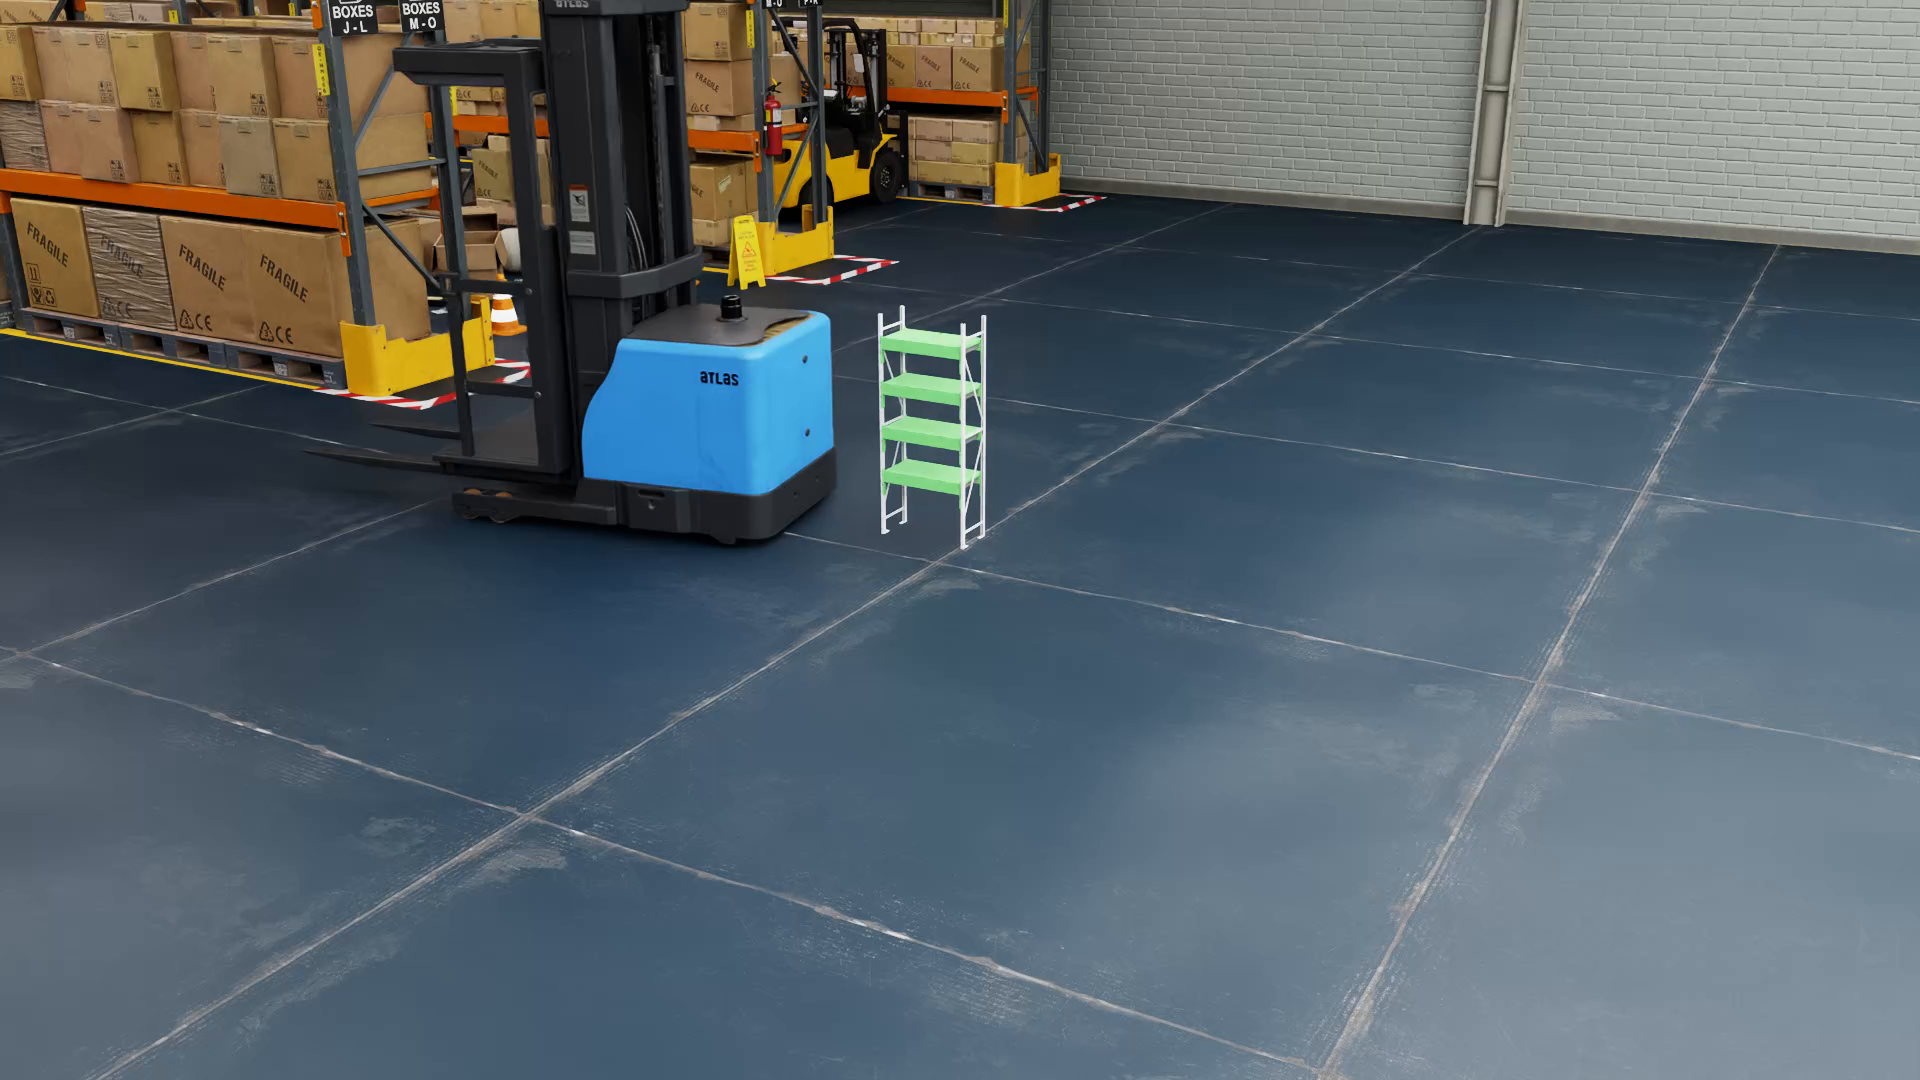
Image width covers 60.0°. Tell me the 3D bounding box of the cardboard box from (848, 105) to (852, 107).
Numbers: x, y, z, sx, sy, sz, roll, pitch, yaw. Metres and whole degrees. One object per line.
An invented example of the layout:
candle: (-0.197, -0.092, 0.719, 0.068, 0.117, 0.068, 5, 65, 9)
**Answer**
cardboard box: (-1.710, -5.510, 21.607, 0.500, 0.250, 0.500, 10, 22, 27)

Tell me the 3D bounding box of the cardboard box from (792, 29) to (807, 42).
cardboard box: (-1.887, -6.319, 20.789, 0.250, 0.149, 0.380, 11, 23, 28)

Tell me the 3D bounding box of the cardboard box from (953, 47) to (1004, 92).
cardboard box: (0.250, -5.625, 19.826, 0.500, 0.500, 0.500, 10, 22, 26)

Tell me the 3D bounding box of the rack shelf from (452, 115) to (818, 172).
rack shelf: (-3.356, -4.090, 16.797, 4.000, 0.370, 1.077, 11, 23, 27)

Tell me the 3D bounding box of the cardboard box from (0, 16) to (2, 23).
cardboard box: (-11.842, -6.450, 20.634, 0.500, 0.500, 0.500, 11, 23, 28)

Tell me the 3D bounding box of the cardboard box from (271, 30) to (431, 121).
cardboard box: (-4.240, -3.257, 11.641, 0.550, 0.550, 0.875, 11, 23, 27)

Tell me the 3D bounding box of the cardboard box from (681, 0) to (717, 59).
cardboard box: (-2.600, -4.859, 15.813, 0.500, 0.500, 0.700, 11, 23, 28)

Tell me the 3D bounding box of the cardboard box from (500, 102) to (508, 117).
cardboard box: (-4.490, -4.433, 17.057, 0.250, 0.149, 0.380, 11, 23, 27)

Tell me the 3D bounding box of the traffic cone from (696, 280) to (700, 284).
traffic cone: (-2.614, -2.591, 15.329, 0.334, 0.463, 0.336, 11, 23, 27)

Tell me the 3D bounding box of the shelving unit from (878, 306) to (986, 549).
shelving unit: (-0.145, -0.592, 8.736, 0.503, 1.200, 0.258, 11, 23, 27)

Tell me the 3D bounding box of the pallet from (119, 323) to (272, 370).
pallet: (-5.733, -1.607, 12.987, 1.213, 0.211, 1.003, 11, 23, 27)

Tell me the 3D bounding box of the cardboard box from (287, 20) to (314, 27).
cardboard box: (-6.956, -5.410, 18.183, 0.500, 0.500, 0.500, 10, 22, 25)

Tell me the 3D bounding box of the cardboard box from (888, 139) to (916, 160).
cardboard box: (-0.663, -4.868, 20.570, 0.500, 0.250, 0.500, 10, 22, 26)

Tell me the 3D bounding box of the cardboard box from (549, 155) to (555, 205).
cardboard box: (-3.793, -3.668, 16.894, 0.500, 0.500, 0.500, 12, 23, 30)

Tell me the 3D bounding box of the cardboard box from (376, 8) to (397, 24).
cardboard box: (-6.223, -5.570, 17.673, 0.250, 0.149, 0.380, 10, 22, 26)

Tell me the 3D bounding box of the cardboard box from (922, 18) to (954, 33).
cardboard box: (-0.261, -6.193, 20.006, 0.250, 0.149, 0.380, 11, 23, 28)

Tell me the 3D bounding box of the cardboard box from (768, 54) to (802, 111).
cardboard box: (-1.888, -4.444, 16.135, 0.500, 0.500, 0.500, 10, 22, 26)

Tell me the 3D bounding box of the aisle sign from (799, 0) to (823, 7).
aisle sign: (-1.404, -5.400, 15.540, 0.004, 0.787, 0.394, 11, 23, 27)

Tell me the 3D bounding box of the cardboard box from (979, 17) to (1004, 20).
cardboard box: (0.417, -6.248, 20.157, 0.250, 0.149, 0.380, 12, 23, 29)

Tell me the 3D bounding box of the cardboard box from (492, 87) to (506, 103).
cardboard box: (-4.404, -4.715, 16.882, 0.500, 0.500, 0.500, 11, 23, 27)

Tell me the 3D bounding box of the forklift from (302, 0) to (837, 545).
forklift: (-2.276, -1.634, 9.071, 3.031, 2.935, 1.130, 6, 21, 17)

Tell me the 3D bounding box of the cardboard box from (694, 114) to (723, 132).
cardboard box: (-2.316, -3.985, 15.821, 0.250, 0.149, 0.380, 10, 22, 27)

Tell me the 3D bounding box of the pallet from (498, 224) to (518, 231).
pallet: (-4.498, -3.349, 17.788, 1.213, 0.211, 1.003, 11, 23, 27)

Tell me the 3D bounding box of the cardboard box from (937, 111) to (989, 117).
cardboard box: (0.043, -5.167, 20.662, 0.500, 0.250, 0.500, 11, 23, 27)

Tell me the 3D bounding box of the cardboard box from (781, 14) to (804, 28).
cardboard box: (-2.051, -6.533, 20.944, 0.250, 0.149, 0.380, 10, 22, 26)

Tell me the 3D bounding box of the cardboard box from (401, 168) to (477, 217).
cardboard box: (-5.561, -3.810, 18.206, 0.625, 0.372, 0.950, 11, 23, 28)

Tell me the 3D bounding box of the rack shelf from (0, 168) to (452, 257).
rack shelf: (-5.681, -2.600, 12.688, 4.000, 0.370, 1.077, 11, 23, 27)

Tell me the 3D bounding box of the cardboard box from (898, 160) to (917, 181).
cardboard box: (-0.618, -4.634, 20.659, 0.500, 0.250, 0.500, 11, 23, 28)

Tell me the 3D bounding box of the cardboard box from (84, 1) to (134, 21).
cardboard box: (-10.055, -6.119, 19.722, 0.500, 0.500, 0.500, 11, 23, 27)

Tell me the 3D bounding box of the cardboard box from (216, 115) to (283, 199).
cardboard box: (-4.772, -2.809, 11.990, 0.550, 0.550, 0.875, 11, 23, 27)

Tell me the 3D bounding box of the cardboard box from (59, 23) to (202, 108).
cardboard box: (-6.181, -3.590, 12.558, 0.550, 0.550, 0.875, 11, 23, 27)

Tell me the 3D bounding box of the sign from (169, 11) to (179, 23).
sign: (-8.861, -5.805, 18.771, 0.005, 0.325, 0.100, 11, 23, 27)

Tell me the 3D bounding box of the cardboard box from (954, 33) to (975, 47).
cardboard box: (0.131, -5.934, 19.727, 0.250, 0.149, 0.380, 11, 23, 28)

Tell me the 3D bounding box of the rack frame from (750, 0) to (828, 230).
rack frame: (-1.609, -4.096, 15.758, 0.127, 3.000, 1.000, 11, 23, 27)

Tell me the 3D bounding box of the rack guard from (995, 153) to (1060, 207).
rack guard: (0.829, -4.395, 20.248, 0.348, 0.500, 1.175, 11, 23, 27)

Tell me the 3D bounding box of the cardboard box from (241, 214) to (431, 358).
cardboard box: (-4.560, -1.897, 12.196, 0.875, 0.875, 0.875, 11, 23, 28)

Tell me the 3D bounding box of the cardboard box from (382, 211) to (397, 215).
cardboard box: (-5.943, -3.407, 16.414, 0.500, 0.500, 0.500, 11, 23, 27)

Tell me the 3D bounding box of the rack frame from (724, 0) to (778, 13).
rack frame: (-2.684, -6.239, 21.667, 0.127, 3.000, 1.000, 11, 23, 27)

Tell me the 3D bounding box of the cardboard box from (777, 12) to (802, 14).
cardboard box: (-2.258, -6.768, 21.590, 0.250, 0.149, 0.380, 11, 23, 27)

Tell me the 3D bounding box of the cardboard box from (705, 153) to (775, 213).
cardboard box: (-2.200, -3.573, 16.634, 0.500, 0.500, 0.500, 10, 22, 26)

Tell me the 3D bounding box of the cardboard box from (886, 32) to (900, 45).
cardboard box: (-0.763, -6.106, 20.202, 0.250, 0.149, 0.380, 11, 23, 28)

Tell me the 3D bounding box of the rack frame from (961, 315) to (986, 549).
rack frame: (0.069, -0.551, 8.625, 0.015, 1.200, 0.240, 11, 23, 27)

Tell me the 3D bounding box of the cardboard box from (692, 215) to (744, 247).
cardboard box: (-2.467, -3.059, 16.316, 0.500, 0.250, 0.500, 11, 23, 27)

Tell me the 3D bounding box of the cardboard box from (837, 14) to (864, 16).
cardboard box: (-1.356, -6.602, 21.132, 0.250, 0.149, 0.380, 10, 22, 26)

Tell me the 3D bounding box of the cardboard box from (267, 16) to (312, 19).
cardboard box: (-7.605, -5.735, 19.078, 0.500, 0.500, 0.500, 10, 22, 26)

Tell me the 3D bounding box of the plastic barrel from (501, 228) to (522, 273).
plastic barrel: (-4.151, -2.778, 15.901, 0.512, 0.421, 0.421, -7, 21, -20)

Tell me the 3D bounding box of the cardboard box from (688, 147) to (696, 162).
cardboard box: (-2.789, -3.755, 16.183, 0.250, 0.149, 0.380, 12, 23, 29)

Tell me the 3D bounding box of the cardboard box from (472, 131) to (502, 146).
cardboard box: (-6.650, -5.933, 23.873, 0.500, 0.500, 0.500, 12, 23, 29)

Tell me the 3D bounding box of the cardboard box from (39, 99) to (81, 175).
cardboard box: (-6.608, -3.199, 13.064, 0.550, 0.550, 0.875, 11, 23, 27)

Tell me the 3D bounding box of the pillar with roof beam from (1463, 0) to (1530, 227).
pillar with roof beam: (3.778, -6.499, 13.585, 0.400, 9.000, 9.100, 11, 23, 27)

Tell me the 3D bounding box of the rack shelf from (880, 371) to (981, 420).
rack shelf: (-0.145, -0.757, 8.676, 0.480, 0.148, 0.258, 11, 23, 27)

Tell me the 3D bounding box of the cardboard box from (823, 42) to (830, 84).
cardboard box: (-1.519, -5.969, 20.776, 0.500, 0.500, 0.500, 11, 22, 27)

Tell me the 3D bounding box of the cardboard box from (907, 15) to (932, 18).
cardboard box: (-0.463, -6.434, 20.668, 0.250, 0.149, 0.380, 10, 22, 26)

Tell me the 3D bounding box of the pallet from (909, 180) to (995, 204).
pallet: (0.120, -4.378, 20.625, 1.213, 0.211, 1.003, 11, 23, 27)

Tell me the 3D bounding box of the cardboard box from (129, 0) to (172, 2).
cardboard box: (-9.787, -6.268, 20.134, 0.500, 0.500, 0.500, 12, 23, 29)

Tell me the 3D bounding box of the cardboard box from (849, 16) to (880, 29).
cardboard box: (-1.161, -6.363, 20.474, 0.250, 0.149, 0.380, 11, 23, 28)
